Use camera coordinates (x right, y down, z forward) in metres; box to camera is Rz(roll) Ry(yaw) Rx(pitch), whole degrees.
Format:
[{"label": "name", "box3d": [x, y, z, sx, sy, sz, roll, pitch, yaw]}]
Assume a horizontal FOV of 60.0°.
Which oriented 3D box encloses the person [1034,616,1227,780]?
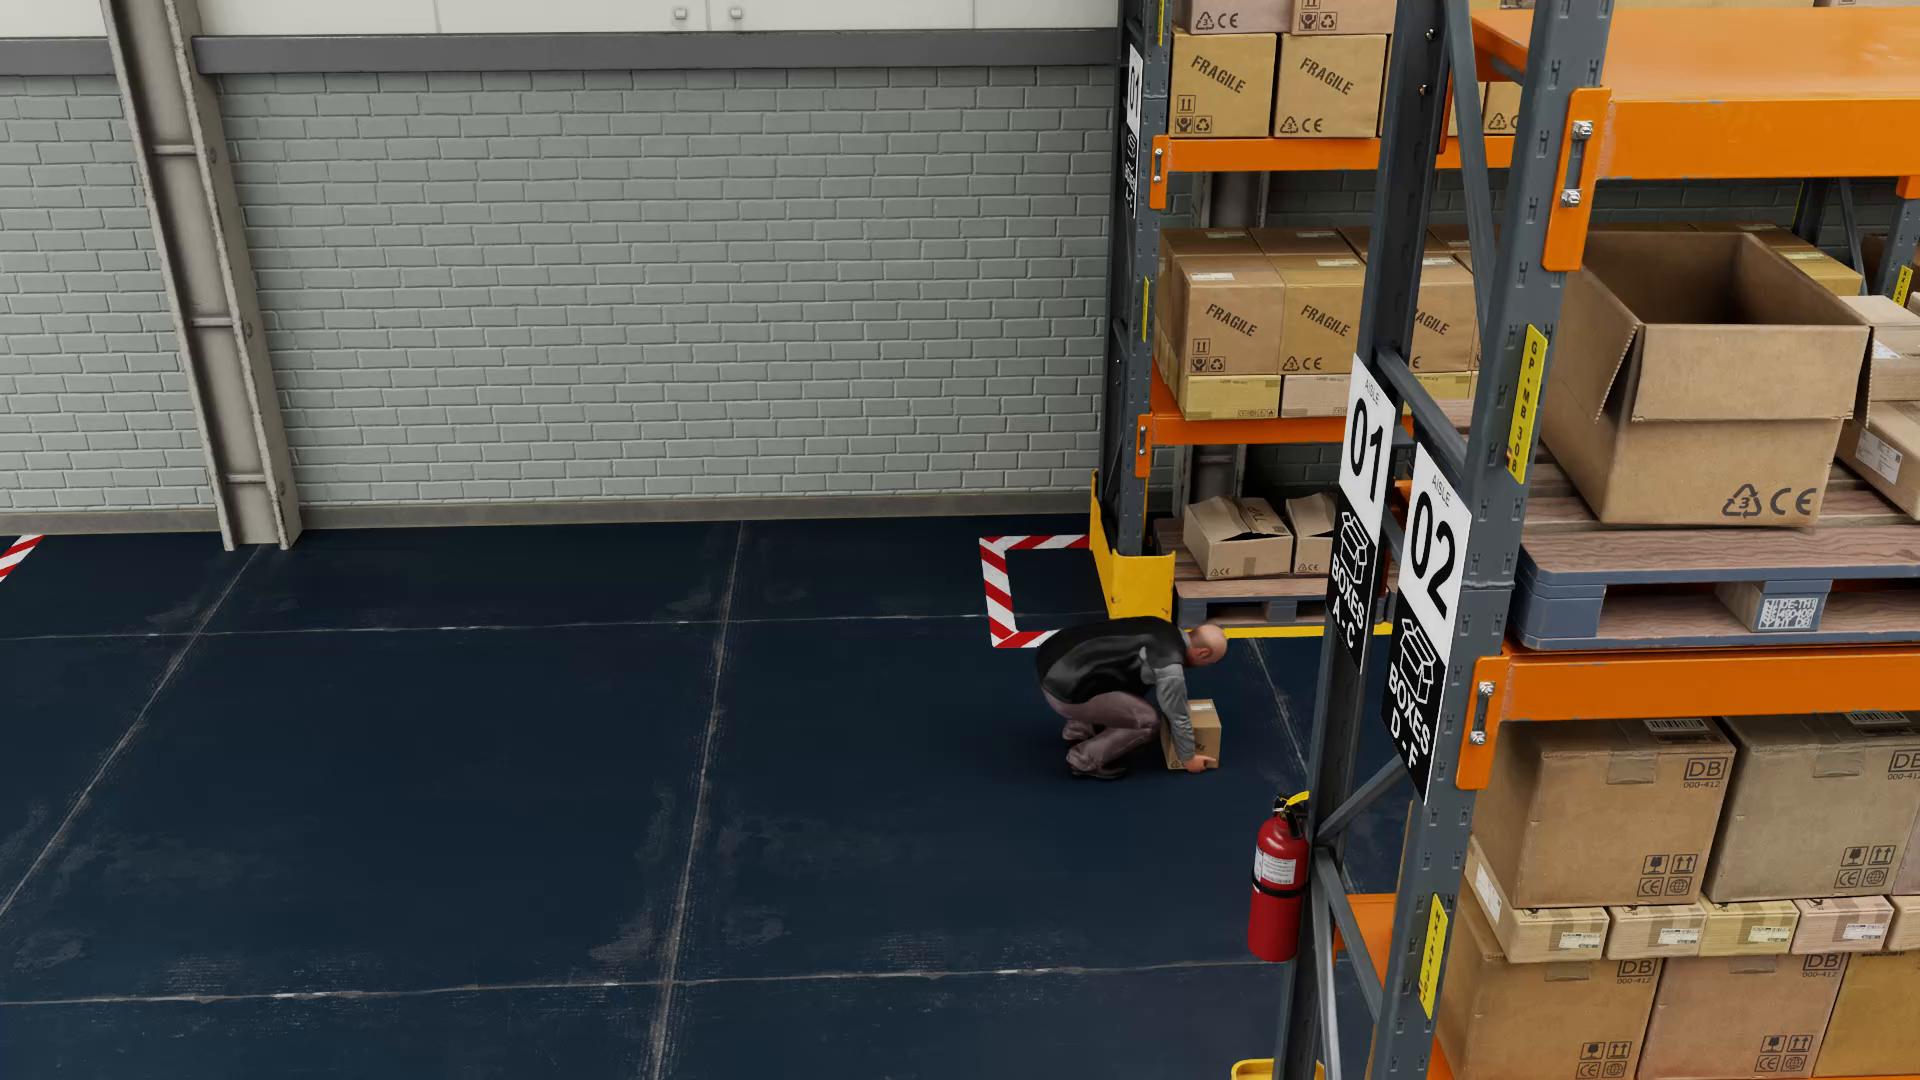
[{"label": "person", "box3d": [0.843, 0.759, 8.229, 0.943, 0.794, 0.505, -2, 27, -4]}]
